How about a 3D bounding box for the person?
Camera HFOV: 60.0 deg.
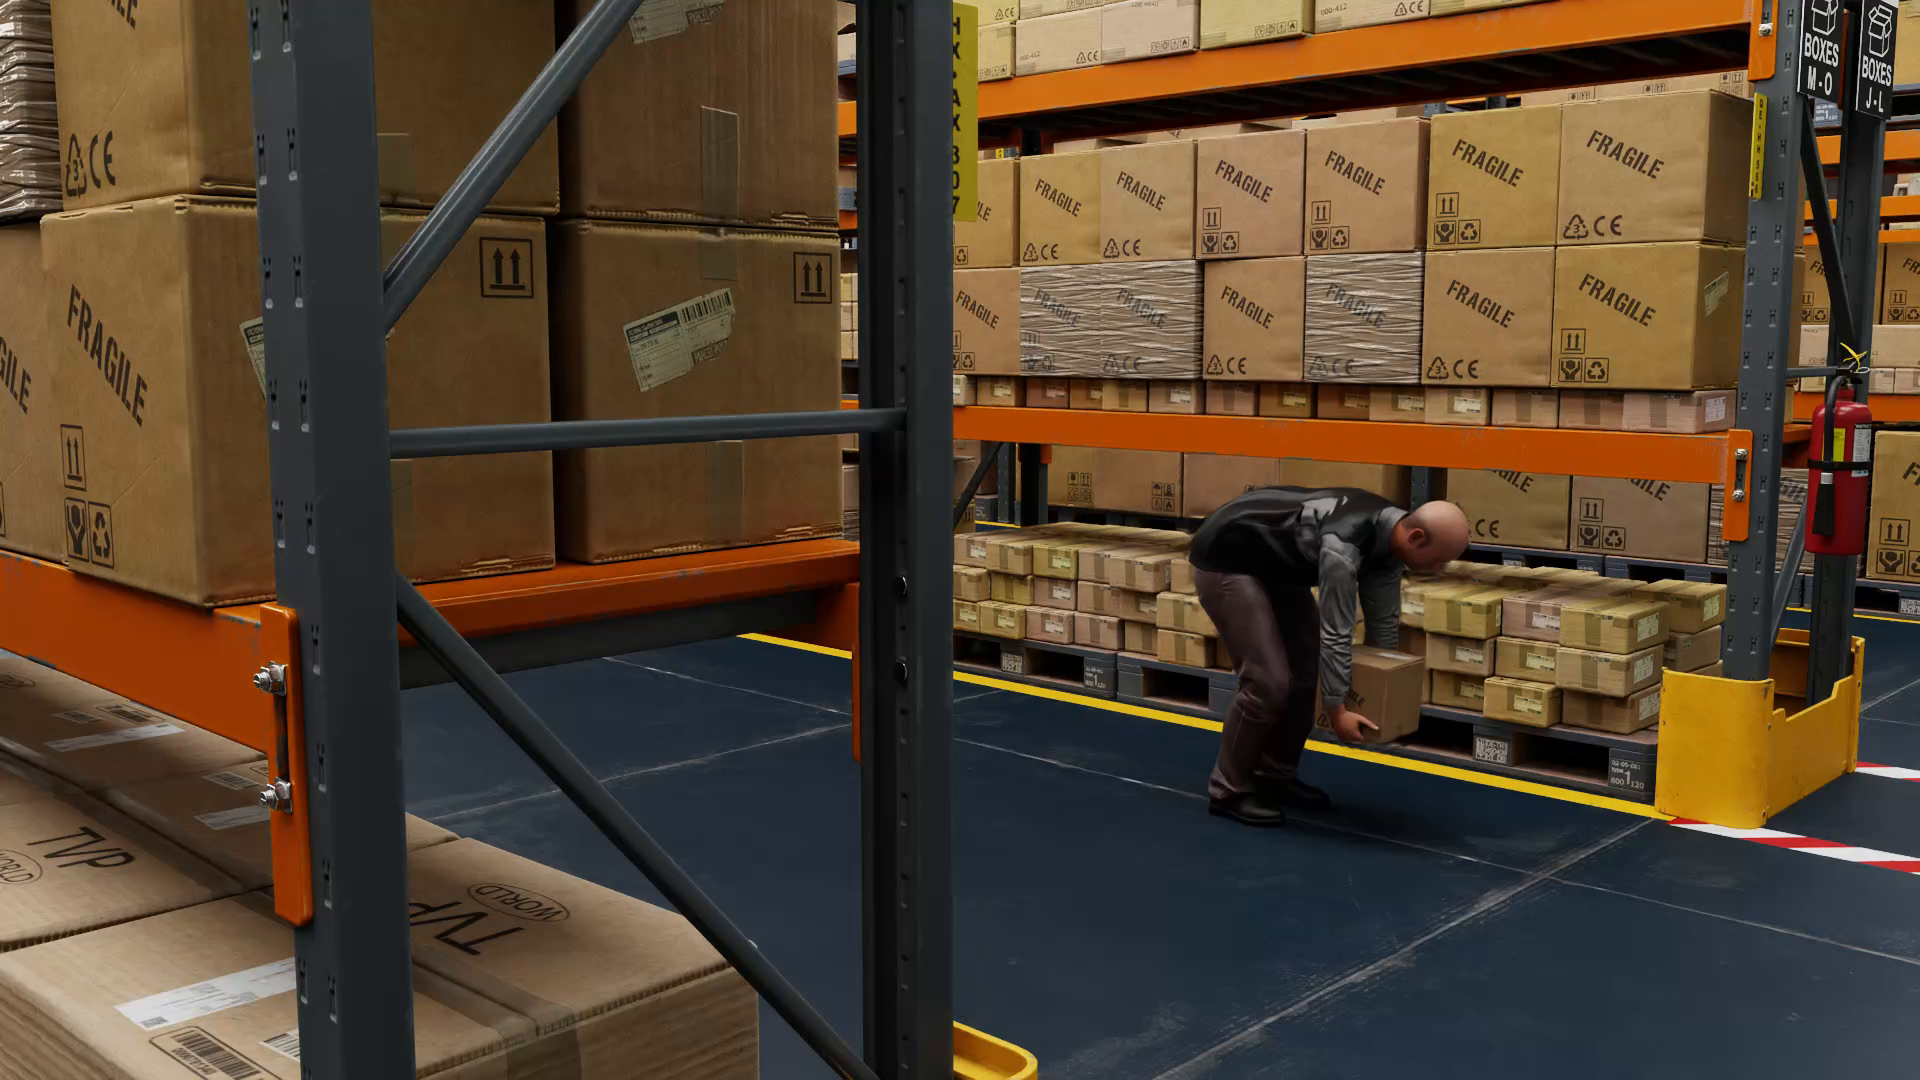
[{"bbox_3d":[1.221,0.321,5.565,0.916,1.281,0.460,6,9,41],"label":"person"}]
